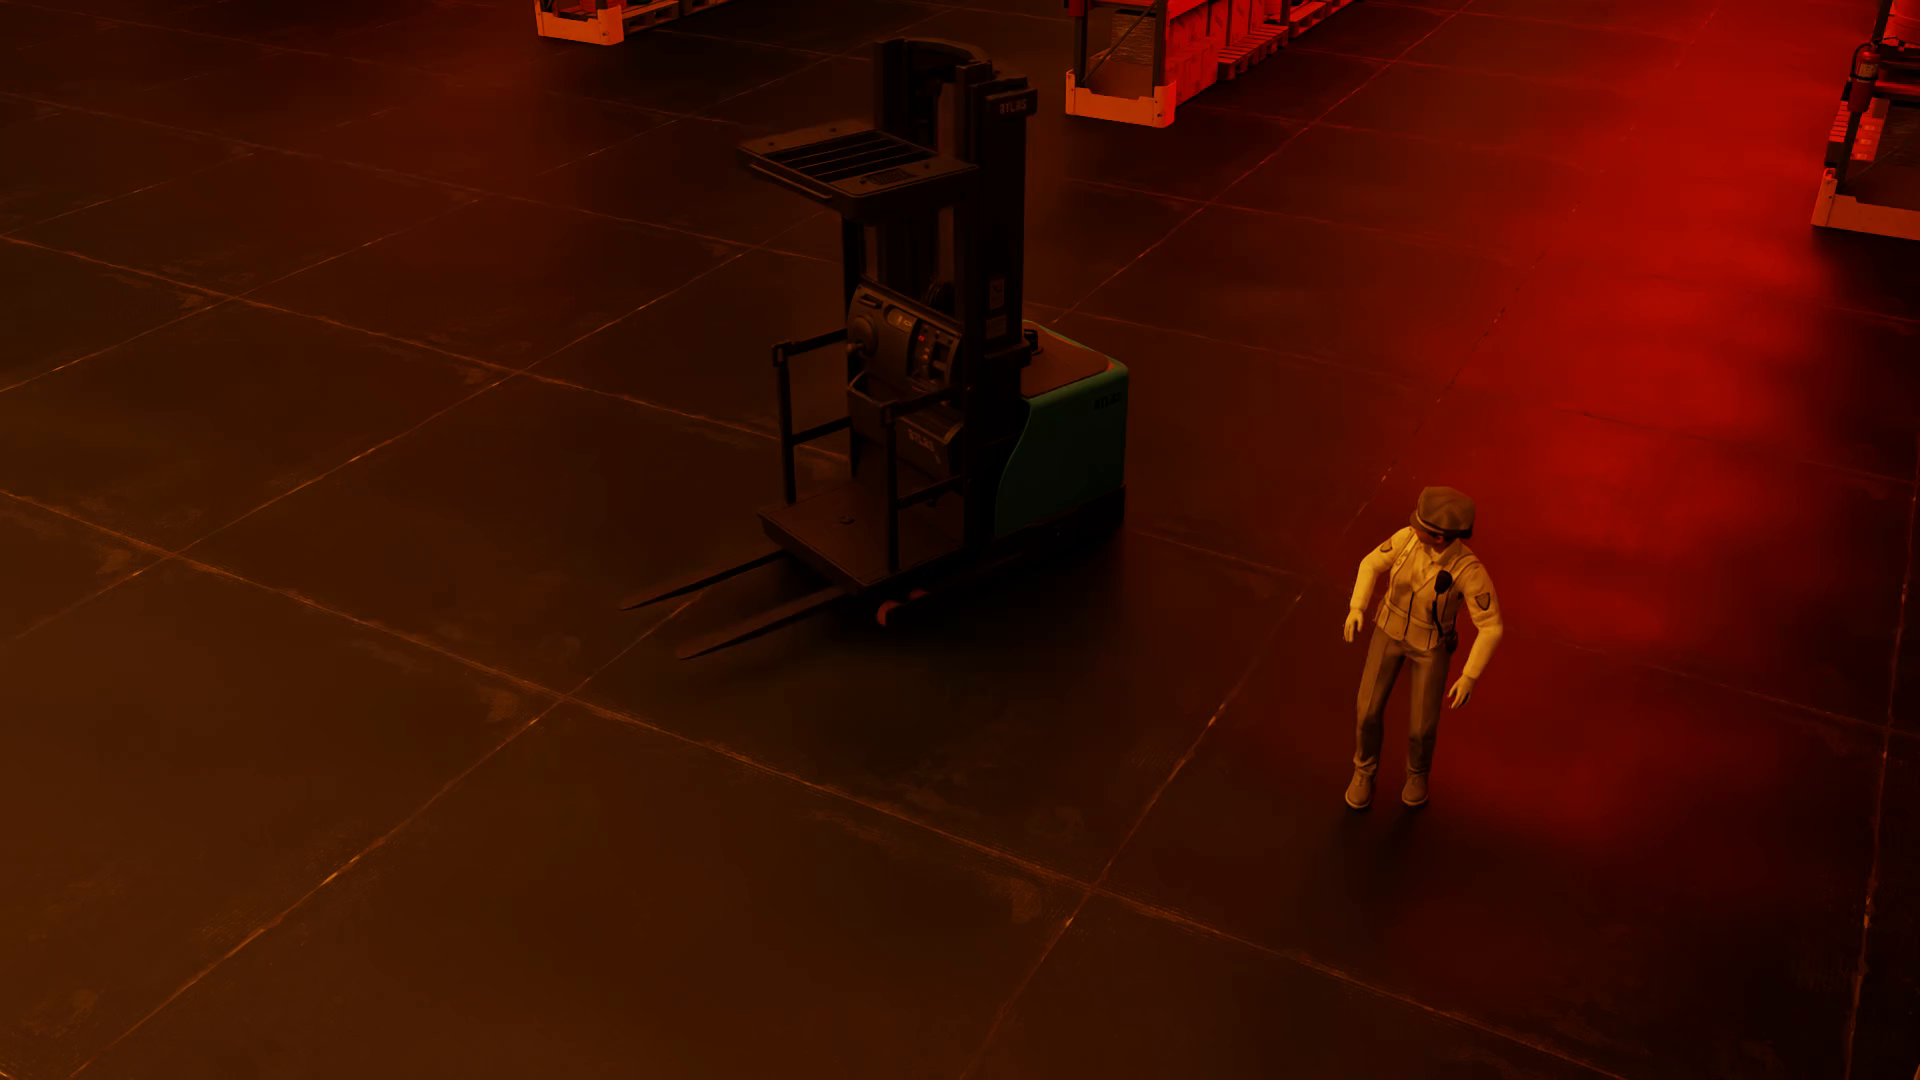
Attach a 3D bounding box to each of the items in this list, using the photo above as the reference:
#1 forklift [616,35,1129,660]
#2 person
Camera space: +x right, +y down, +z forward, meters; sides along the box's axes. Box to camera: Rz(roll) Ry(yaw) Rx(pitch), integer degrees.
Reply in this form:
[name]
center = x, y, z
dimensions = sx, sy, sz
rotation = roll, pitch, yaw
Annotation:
[forklift]
center = -0.470, -1.071, 8.926
dimensions = 3.031, 2.935, 1.130
rotation = -22, 37, -33
[person]
center = 2.072, 0.502, 7.526
dimensions = 0.712, 1.632, 0.482
rotation = 20, 35, 30
